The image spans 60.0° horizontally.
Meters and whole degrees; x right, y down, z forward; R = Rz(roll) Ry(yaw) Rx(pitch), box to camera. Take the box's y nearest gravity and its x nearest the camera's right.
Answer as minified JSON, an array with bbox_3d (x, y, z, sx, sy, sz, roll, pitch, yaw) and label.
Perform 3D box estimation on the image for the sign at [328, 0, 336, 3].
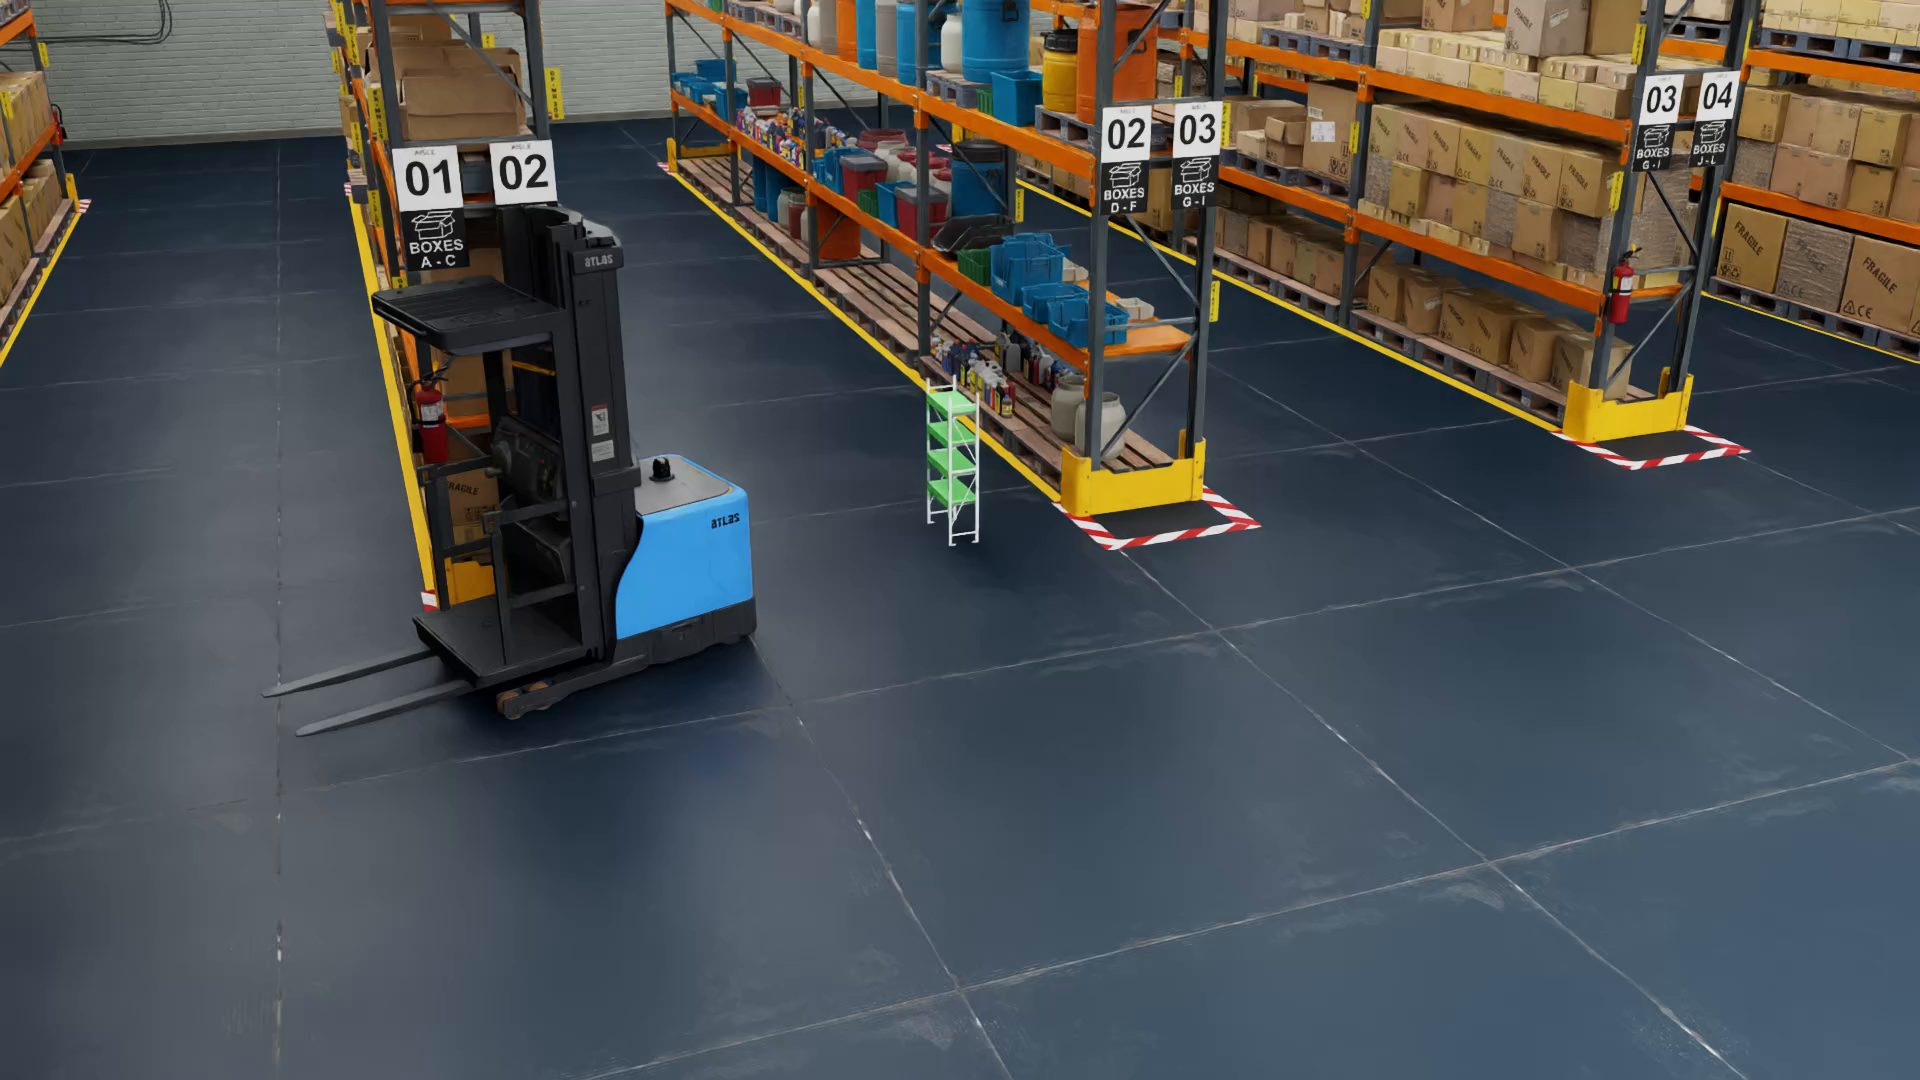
[{"bbox_3d":[-7.900,-6.904,20.865,0.100,0.325,0.005,-8,24,-19],"label":"sign"}]

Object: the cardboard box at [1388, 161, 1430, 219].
[{"bbox_3d":[4.945,-3.637,17.128,0.875,0.500,0.500,-8,24,-19],"label":"cardboard box"}]

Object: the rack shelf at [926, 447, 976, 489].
[{"bbox_3d":[-0.058,-0.554,12.808,0.258,0.148,0.480,-8,24,-19],"label":"rack shelf"}]

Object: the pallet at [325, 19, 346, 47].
[{"bbox_3d":[-6.861,-6.034,19.707,1.213,0.211,1.003,-8,24,-19],"label":"pallet"}]

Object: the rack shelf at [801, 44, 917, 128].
[{"bbox_3d":[-0.640,-4.910,17.725,1.077,0.370,4.000,-8,24,-19],"label":"rack shelf"}]

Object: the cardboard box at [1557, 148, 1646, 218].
[{"bbox_3d":[5.687,-3.168,14.730,0.500,0.500,0.500,-8,24,-19],"label":"cardboard box"}]

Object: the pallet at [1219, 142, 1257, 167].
[{"bbox_3d":[3.638,-4.933,20.962,1.213,0.211,1.003,-8,24,-19],"label":"pallet"}]

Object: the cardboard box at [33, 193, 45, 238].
[{"bbox_3d":[-12.371,-4.190,21.631,0.700,0.500,0.500,-9,24,-20],"label":"cardboard box"}]

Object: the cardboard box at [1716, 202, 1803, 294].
[{"bbox_3d":[9.532,-3.432,19.350,0.875,0.875,0.875,-8,24,-18],"label":"cardboard box"}]

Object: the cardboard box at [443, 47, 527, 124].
[{"bbox_3d":[-3.487,-3.328,12.196,0.500,0.500,0.500,-8,24,-19],"label":"cardboard box"}]

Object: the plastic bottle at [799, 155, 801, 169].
[{"bbox_3d":[-1.913,-4.627,20.246,0.097,0.201,0.097,0,23,0],"label":"plastic bottle"}]

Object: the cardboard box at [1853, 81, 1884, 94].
[{"bbox_3d":[12.885,-6.426,23.206,0.500,0.500,0.500,-8,24,-18],"label":"cardboard box"}]

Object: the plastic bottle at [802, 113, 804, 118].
[{"bbox_3d":[-2.064,-5.660,22.505,0.144,0.351,0.185,-8,24,-19],"label":"plastic bottle"}]

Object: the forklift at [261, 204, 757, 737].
[{"bbox_3d":[-2.848,-0.476,10.229,3.031,2.935,1.130,-17,28,-35],"label":"forklift"}]

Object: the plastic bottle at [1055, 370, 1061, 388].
[{"bbox_3d":[0.939,-1.491,15.585,0.097,0.201,0.097,0,23,0],"label":"plastic bottle"}]

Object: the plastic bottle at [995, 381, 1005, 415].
[{"bbox_3d":[0.362,-1.277,14.973,0.061,0.283,0.133,-8,24,-18],"label":"plastic bottle"}]

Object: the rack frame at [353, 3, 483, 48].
[{"bbox_3d":[-4.569,-5.219,13.669,1.000,3.000,0.127,-8,24,-19],"label":"rack frame"}]

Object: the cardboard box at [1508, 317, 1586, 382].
[{"bbox_3d":[5.665,-1.842,16.059,0.500,0.500,0.500,-2,23,-5],"label":"cardboard box"}]

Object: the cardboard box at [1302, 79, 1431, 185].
[{"bbox_3d":[4.550,-4.590,18.588,1.000,1.000,1.000,-8,24,-19],"label":"cardboard box"}]

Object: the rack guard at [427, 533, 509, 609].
[{"bbox_3d":[-3.148,0.160,11.851,1.175,0.500,0.348,-8,24,-19],"label":"rack guard"}]

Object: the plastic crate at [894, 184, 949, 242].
[{"bbox_3d":[-0.391,-3.296,16.749,0.402,0.464,0.583,-8,24,-19],"label":"plastic crate"}]

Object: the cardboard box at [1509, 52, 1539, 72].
[{"bbox_3d":[5.270,-4.387,15.238,0.380,0.149,0.250,-10,25,-22],"label":"cardboard box"}]

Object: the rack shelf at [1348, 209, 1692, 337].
[{"bbox_3d":[5.406,-2.754,16.471,1.077,0.370,4.000,-8,24,-19],"label":"rack shelf"}]

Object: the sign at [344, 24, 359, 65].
[{"bbox_3d":[-5.073,-4.142,13.905,0.100,0.325,0.005,-8,24,-19],"label":"sign"}]

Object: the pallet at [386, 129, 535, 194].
[{"bbox_3d":[-3.382,-2.603,11.439,1.003,0.211,1.213,-8,24,-19],"label":"pallet"}]

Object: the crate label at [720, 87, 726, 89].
[{"bbox_3d":[-3.506,-6.922,25.697,0.396,0.136,0.243,-8,24,-19],"label":"crate label"}]

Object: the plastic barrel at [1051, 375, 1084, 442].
[{"bbox_3d":[0.998,-1.137,14.371,0.421,0.512,0.421,0,23,0],"label":"plastic barrel"}]

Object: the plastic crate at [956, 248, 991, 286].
[{"bbox_3d":[0.282,-2.503,15.223,0.450,0.188,0.662,-8,24,-19],"label":"plastic crate"}]

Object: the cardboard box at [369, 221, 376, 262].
[{"bbox_3d":[-6.906,-3.644,20.309,0.500,0.500,0.500,-9,25,-21],"label":"cardboard box"}]

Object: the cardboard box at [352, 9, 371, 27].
[{"bbox_3d":[-6.168,-5.490,18.046,0.910,0.500,0.500,-8,24,-19],"label":"cardboard box"}]

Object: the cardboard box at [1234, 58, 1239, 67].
[{"bbox_3d":[5.073,-8.451,29.385,0.380,0.149,0.250,-7,24,-17],"label":"cardboard box"}]

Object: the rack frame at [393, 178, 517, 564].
[{"bbox_3d":[-3.156,-1.001,11.386,1.000,3.000,0.127,-8,24,-19],"label":"rack frame"}]

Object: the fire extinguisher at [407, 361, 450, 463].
[{"bbox_3d":[-3.549,-0.858,11.148,0.296,0.674,0.183,-8,24,-19],"label":"fire extinguisher"}]

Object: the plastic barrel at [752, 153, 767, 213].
[{"bbox_3d":[-2.584,-5.066,23.192,0.600,0.901,0.708,-8,24,-19],"label":"plastic barrel"}]

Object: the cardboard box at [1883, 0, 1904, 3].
[{"bbox_3d":[9.724,-5.598,17.058,0.380,0.149,0.250,-8,24,-19],"label":"cardboard box"}]

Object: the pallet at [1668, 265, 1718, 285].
[{"bbox_3d":[9.032,-3.441,20.766,1.003,0.211,1.213,-8,24,-19],"label":"pallet"}]

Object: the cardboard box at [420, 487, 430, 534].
[{"bbox_3d":[-3.810,-0.262,12.632,0.500,0.250,0.500,-8,24,-19],"label":"cardboard box"}]

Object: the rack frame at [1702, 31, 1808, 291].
[{"bbox_3d":[9.376,-4.456,19.583,1.000,3.000,0.127,-8,24,-19],"label":"rack frame"}]

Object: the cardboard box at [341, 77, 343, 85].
[{"bbox_3d":[-8.711,-6.476,24.248,0.500,0.500,0.500,-9,24,-20],"label":"cardboard box"}]

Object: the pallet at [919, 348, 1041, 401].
[{"bbox_3d":[0.264,-1.598,16.393,1.003,0.211,1.213,-8,24,-19],"label":"pallet"}]

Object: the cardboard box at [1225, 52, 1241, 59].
[{"bbox_3d":[5.037,-8.798,29.374,0.500,0.500,0.500,-7,24,-16],"label":"cardboard box"}]

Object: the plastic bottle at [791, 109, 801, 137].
[{"bbox_3d":[-2.199,-5.640,22.458,0.144,0.351,0.185,-8,24,-19],"label":"plastic bottle"}]

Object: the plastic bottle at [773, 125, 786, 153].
[{"bbox_3d":[-2.310,-5.130,21.247,0.144,0.351,0.185,-8,24,-19],"label":"plastic bottle"}]

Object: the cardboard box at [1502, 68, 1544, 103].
[{"bbox_3d":[5.353,-4.180,15.261,0.500,0.250,0.500,-8,24,-18],"label":"cardboard box"}]

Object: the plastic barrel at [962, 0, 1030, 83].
[{"bbox_3d":[0.318,-4.563,14.789,0.600,0.901,0.708,-8,24,-19],"label":"plastic barrel"}]

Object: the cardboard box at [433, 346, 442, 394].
[{"bbox_3d":[-3.499,-1.408,12.224,0.700,0.500,0.500,-8,24,-18],"label":"cardboard box"}]

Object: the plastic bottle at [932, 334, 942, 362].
[{"bbox_3d":[-0.231,-1.902,16.471,0.097,0.271,0.097,0,23,0],"label":"plastic bottle"}]

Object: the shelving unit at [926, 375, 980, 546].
[{"bbox_3d":[-0.058,-0.613,12.783,0.258,1.200,0.503,-8,24,-19],"label":"shelving unit"}]

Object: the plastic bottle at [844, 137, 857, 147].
[{"bbox_3d":[-1.361,-4.898,20.793,0.152,0.276,0.135,-8,24,-19],"label":"plastic bottle"}]

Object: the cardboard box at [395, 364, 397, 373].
[{"bbox_3d":[-4.987,-1.492,15.550,0.500,0.250,0.500,-9,24,-20],"label":"cardboard box"}]

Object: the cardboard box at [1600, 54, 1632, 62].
[{"bbox_3d":[5.997,-4.278,14.980,0.380,0.149,0.250,-7,24,-17],"label":"cardboard box"}]

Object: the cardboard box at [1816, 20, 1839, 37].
[{"bbox_3d":[9.455,-5.507,17.870,0.380,0.149,0.250,-9,24,-20],"label":"cardboard box"}]

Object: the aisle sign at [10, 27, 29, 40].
[{"bbox_3d":[-13.186,-7.399,23.218,0.394,0.787,0.004,-8,24,-19],"label":"aisle sign"}]

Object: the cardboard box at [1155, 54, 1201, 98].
[{"bbox_3d":[2.816,-6.279,22.488,0.797,0.503,0.637,-8,24,-18],"label":"cardboard box"}]

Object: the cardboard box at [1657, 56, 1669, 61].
[{"bbox_3d":[11.400,-7.669,26.755,0.500,0.250,0.500,-8,24,-18],"label":"cardboard box"}]

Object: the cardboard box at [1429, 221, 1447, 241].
[{"bbox_3d":[4.959,-3.126,16.752,0.380,0.149,0.250,-8,24,-19],"label":"cardboard box"}]

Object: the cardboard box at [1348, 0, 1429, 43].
[{"bbox_3d":[4.626,-5.620,17.809,0.797,0.503,0.637,-10,25,-22],"label":"cardboard box"}]
